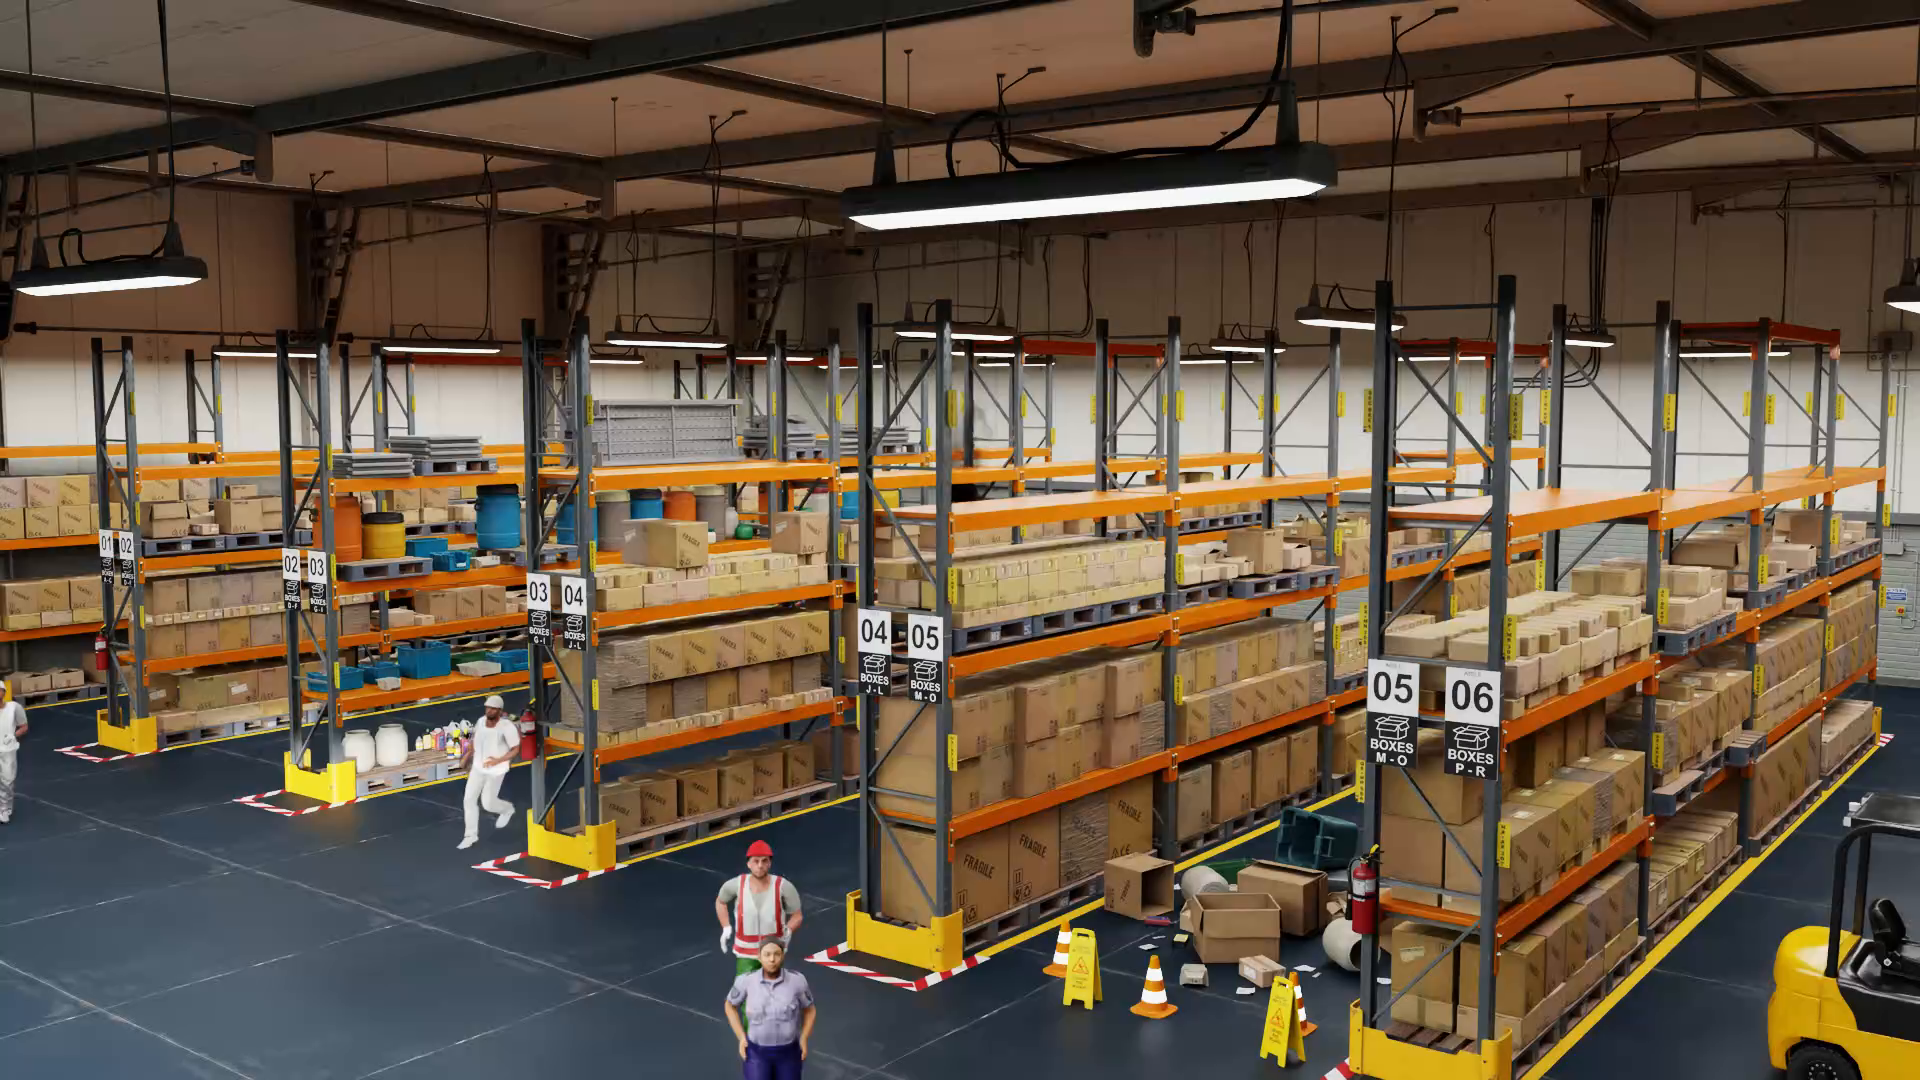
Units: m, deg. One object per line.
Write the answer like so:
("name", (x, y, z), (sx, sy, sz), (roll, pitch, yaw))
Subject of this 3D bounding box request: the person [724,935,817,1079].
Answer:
("person", (-1.252, 3.423, 11.031), (0.607, 1.620, 0.745), (-1, 5, -9))

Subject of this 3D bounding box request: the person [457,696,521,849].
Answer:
("person", (-5.392, 2.652, 19.212), (0.753, 1.758, 0.831), (2, 5, 24))

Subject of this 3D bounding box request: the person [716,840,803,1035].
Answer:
("person", (-1.526, 3.169, 12.674), (0.656, 1.792, 0.982), (-1, 5, -9))

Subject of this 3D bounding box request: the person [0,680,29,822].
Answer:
("person", (-11.577, 2.553, 20.000), (0.679, 1.739, 0.597), (-3, 6, -27))
